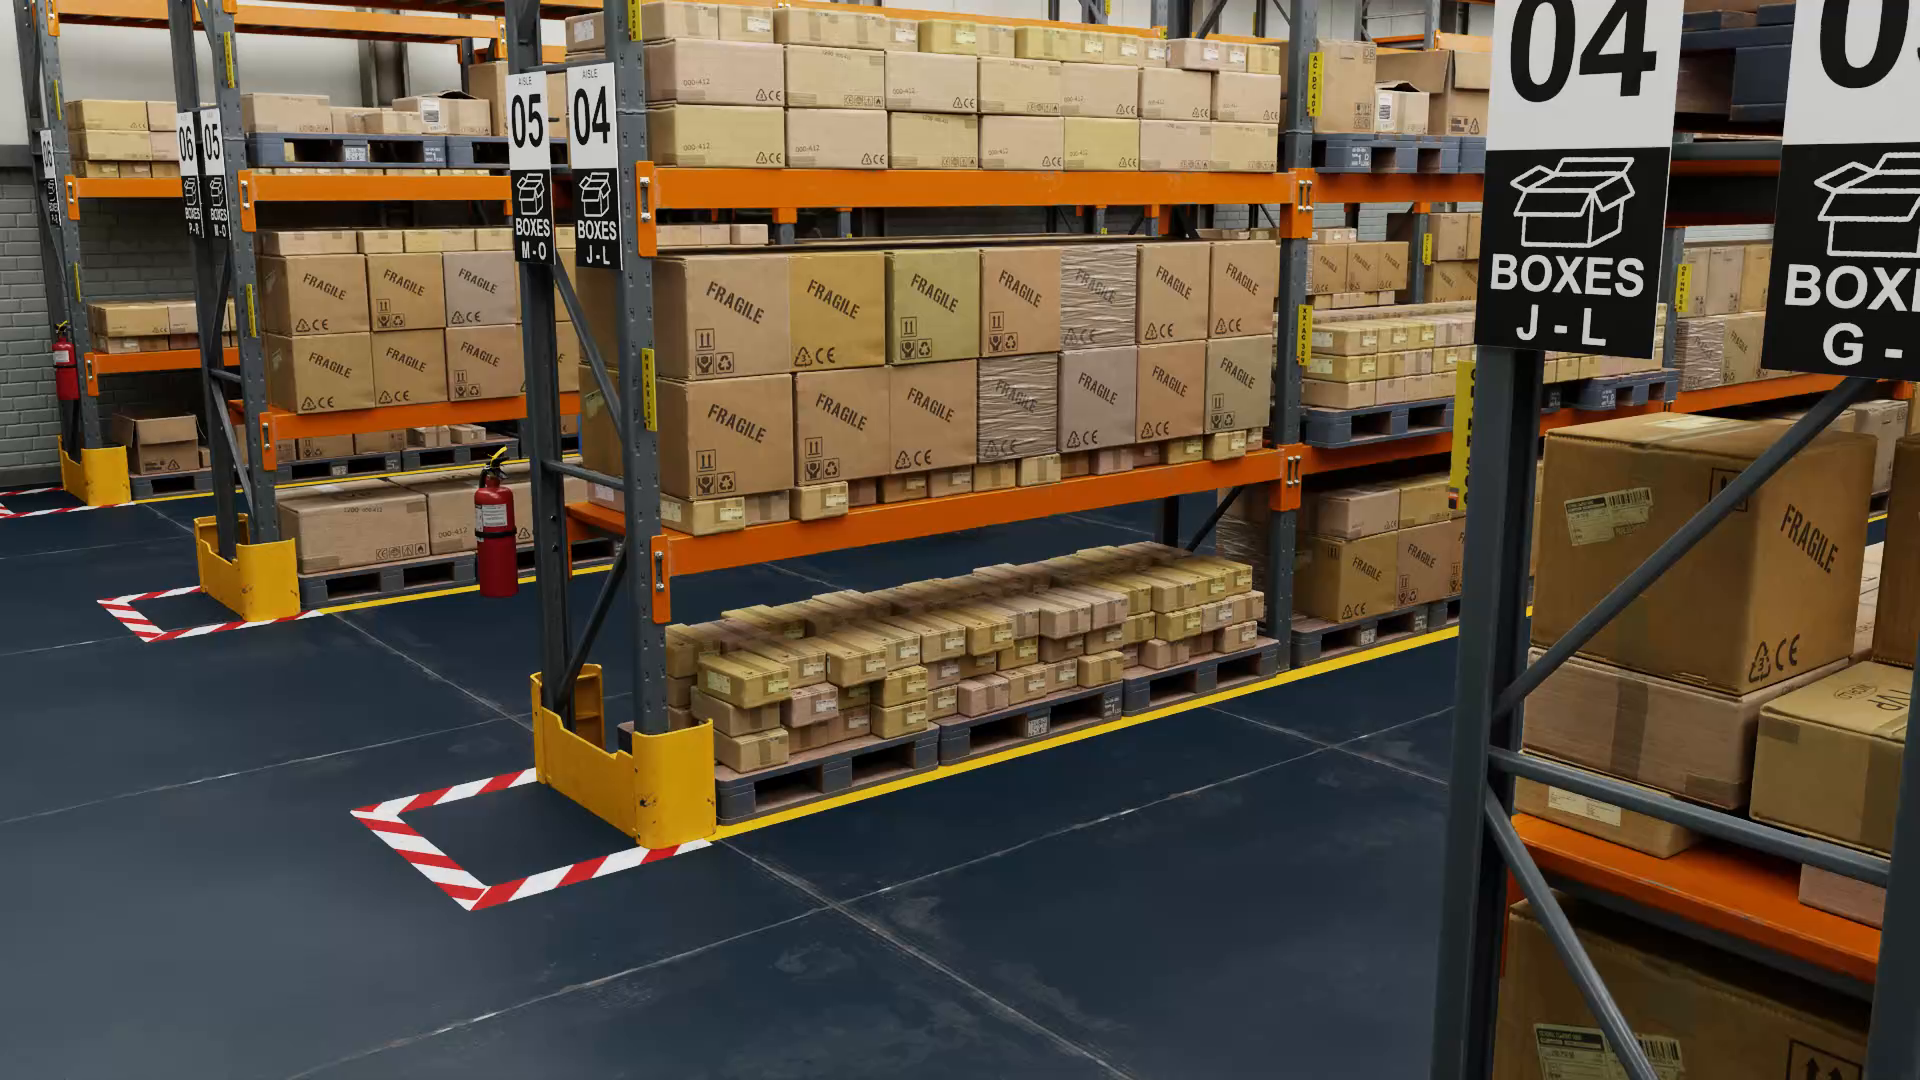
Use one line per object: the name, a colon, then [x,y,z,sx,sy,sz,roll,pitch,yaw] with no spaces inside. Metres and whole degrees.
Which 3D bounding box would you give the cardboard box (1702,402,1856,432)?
cardboard box: [6.601,-0.708,13.647,0.750,0.750,1.050,-9,15,-38]

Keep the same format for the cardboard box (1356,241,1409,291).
cardboard box: [4.397,-2.915,17.668,0.500,0.500,0.500,-10,15,-39]

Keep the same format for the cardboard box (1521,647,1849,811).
cardboard box: [1.647,0.374,3.792,0.500,0.250,0.500,-10,15,-39]

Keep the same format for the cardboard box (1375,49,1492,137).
cardboard box: [2.827,-2.687,10.081,0.637,0.503,0.797,-10,15,-38]

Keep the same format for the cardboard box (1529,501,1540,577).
cardboard box: [3.501,-0.021,11.012,0.500,0.500,0.500,-10,16,-40]

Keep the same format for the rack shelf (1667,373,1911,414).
rack shelf: [6.224,-1.211,13.344,4.000,0.370,1.077,-9,15,-38]

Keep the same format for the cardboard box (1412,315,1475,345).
cardboard box: [2.945,-1.270,10.050,0.250,0.149,0.380,-10,15,-38]

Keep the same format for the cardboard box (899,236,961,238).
cardboard box: [-0.238,-2.412,14.617,0.500,0.500,0.500,-9,15,-37]

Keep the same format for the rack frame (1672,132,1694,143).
rack frame: [4.662,-4.238,11.424,0.127,3.000,1.000,-9,15,-38]

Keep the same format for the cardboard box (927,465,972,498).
cardboard box: [-0.157,-0.312,7.982,0.250,0.149,0.380,-10,15,-39]

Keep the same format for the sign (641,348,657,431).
sign: [-1.246,-0.601,6.654,0.005,0.325,0.100,-9,15,-38]

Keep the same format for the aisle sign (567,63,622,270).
aisle sign: [-1.455,-1.479,6.615,0.004,0.787,0.394,-9,15,-38]

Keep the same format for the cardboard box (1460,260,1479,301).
cardboard box: [5.509,-2.888,18.550,0.500,0.500,0.500,-10,15,-38]

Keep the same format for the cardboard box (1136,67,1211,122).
cardboard box: [0.923,-2.256,8.470,0.500,0.250,0.500,-10,16,-40]

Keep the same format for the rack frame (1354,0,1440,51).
rack frame: [4.614,-5.547,17.588,0.127,3.000,1.000,-9,15,-38]

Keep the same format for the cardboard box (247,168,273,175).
cardboard box: [-6.453,-3.370,15.160,0.250,0.149,0.380,-10,15,-38]

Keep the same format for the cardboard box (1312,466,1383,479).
cardboard box: [2.372,-0.336,10.693,0.500,0.250,0.500,-9,15,-35]

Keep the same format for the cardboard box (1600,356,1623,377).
cardboard box: [4.168,-1.182,11.069,0.250,0.149,0.380,-9,15,-37]

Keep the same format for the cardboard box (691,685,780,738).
cardboard box: [-1.015,0.751,7.504,0.250,0.149,0.380,-9,15,-35]

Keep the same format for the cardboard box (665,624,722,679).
cardboard box: [-1.330,0.523,7.867,0.250,0.149,0.380,-9,15,-37]

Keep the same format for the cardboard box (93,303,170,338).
cardboard box: [-7.337,-1.947,14.723,0.500,0.250,0.500,-9,15,-37]

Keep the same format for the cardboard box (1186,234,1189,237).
cardboard box: [2.901,-4.102,22.707,0.250,0.149,0.380,-10,15,-38]

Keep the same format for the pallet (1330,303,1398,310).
pallet: [3.926,-2.443,17.875,1.213,0.211,1.003,-9,15,-38]

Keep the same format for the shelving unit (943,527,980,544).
shelving unit: [0.011,-0.589,13.013,0.189,1.200,0.258,-9,15,-38]

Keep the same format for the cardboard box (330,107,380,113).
cardboard box: [-5.772,-3.927,15.620,0.500,0.250,0.500,-9,15,-37]

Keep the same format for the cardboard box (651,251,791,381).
cardboard box: [-1.069,-0.964,7.085,0.500,0.500,0.500,-10,15,-38]

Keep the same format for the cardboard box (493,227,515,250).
cardboard box: [-3.069,-2.106,11.617,0.250,0.149,0.380,-10,16,-39]

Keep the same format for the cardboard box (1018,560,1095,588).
cardboard box: [0.532,0.229,9.250,0.250,0.149,0.380,-10,16,-39]

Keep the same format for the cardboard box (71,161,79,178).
cardboard box: [-7.755,-3.284,14.754,0.250,0.149,0.380,-9,15,-36]

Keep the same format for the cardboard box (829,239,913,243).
cardboard box: [-0.730,-2.194,13.589,0.500,0.500,0.500,-10,15,-38]

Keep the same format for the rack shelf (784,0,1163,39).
rack shelf: [-0.071,-4.221,14.038,4.000,0.370,1.077,-9,15,-38]

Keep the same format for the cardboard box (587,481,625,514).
cardboard box: [-1.507,-0.231,7.600,0.250,0.149,0.380,-9,15,-38]

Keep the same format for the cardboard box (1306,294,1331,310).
cardboard box: [3.579,-2.454,17.056,0.250,0.149,0.380,-9,15,-38]

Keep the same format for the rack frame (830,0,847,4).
rack frame: [-1.613,-5.833,18.933,0.127,3.000,1.000,-9,15,-38]

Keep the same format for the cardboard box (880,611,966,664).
cardboard box: [-0.182,0.472,8.104,0.250,0.149,0.380,-9,15,-35]

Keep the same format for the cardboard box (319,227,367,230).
cardboard box: [-4.269,-2.074,11.464,0.250,0.149,0.380,-10,15,-38]

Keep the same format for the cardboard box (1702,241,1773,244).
cardboard box: [6.211,-2.098,13.138,0.500,0.500,0.700,-10,15,-38]

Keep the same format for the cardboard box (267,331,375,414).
cardboard box: [-4.202,-1.120,10.942,0.500,0.500,0.500,-10,15,-38]

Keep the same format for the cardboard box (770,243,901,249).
cardboard box: [-0.587,-1.184,8.118,0.500,0.500,0.500,-8,15,-35]

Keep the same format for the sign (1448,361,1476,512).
sign: [1.107,-0.220,3.587,0.005,0.325,0.100,-9,15,-38]

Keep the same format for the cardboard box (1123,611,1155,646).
cardboard box: [0.832,0.443,8.959,0.250,0.149,0.380,-9,15,-37]

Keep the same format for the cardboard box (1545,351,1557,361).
cardboard box: [3.555,-1.226,10.559,0.250,0.149,0.380,-9,15,-36]

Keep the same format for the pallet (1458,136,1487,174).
pallet: [2.895,-2.358,10.243,1.003,0.211,1.213,-9,15,-38]

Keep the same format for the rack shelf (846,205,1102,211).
rack shelf: [-0.051,-4.273,20.541,4.000,0.370,1.077,-9,15,-38]

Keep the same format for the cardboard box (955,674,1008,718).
cardboard box: [0.024,0.745,8.253,0.250,0.149,0.380,-10,16,-40]

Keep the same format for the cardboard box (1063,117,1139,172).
cardboard box: [0.531,-1.942,8.194,0.500,0.250,0.500,-10,15,-38]

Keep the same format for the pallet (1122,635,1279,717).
pallet: [1.036,0.672,9.455,1.213,0.211,1.003,-9,15,-38]

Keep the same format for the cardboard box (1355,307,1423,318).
cardboard box: [2.748,-1.411,10.714,0.250,0.149,0.380,-10,16,-40]

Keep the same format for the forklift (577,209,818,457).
forklift: [-1.946,-1.930,15.161,3.031,2.935,1.130,-9,15,-38]

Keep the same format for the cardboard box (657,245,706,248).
cardboard box: [-2.230,-1.942,12.405,0.500,0.500,0.500,-10,15,-38]

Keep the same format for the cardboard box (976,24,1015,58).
cardboard box: [0.042,-2.301,7.720,0.250,0.149,0.380,-9,15,-36]

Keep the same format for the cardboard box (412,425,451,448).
cardboard box: [-5.267,-1.081,16.569,0.258,0.266,0.396,-9,15,-36]
